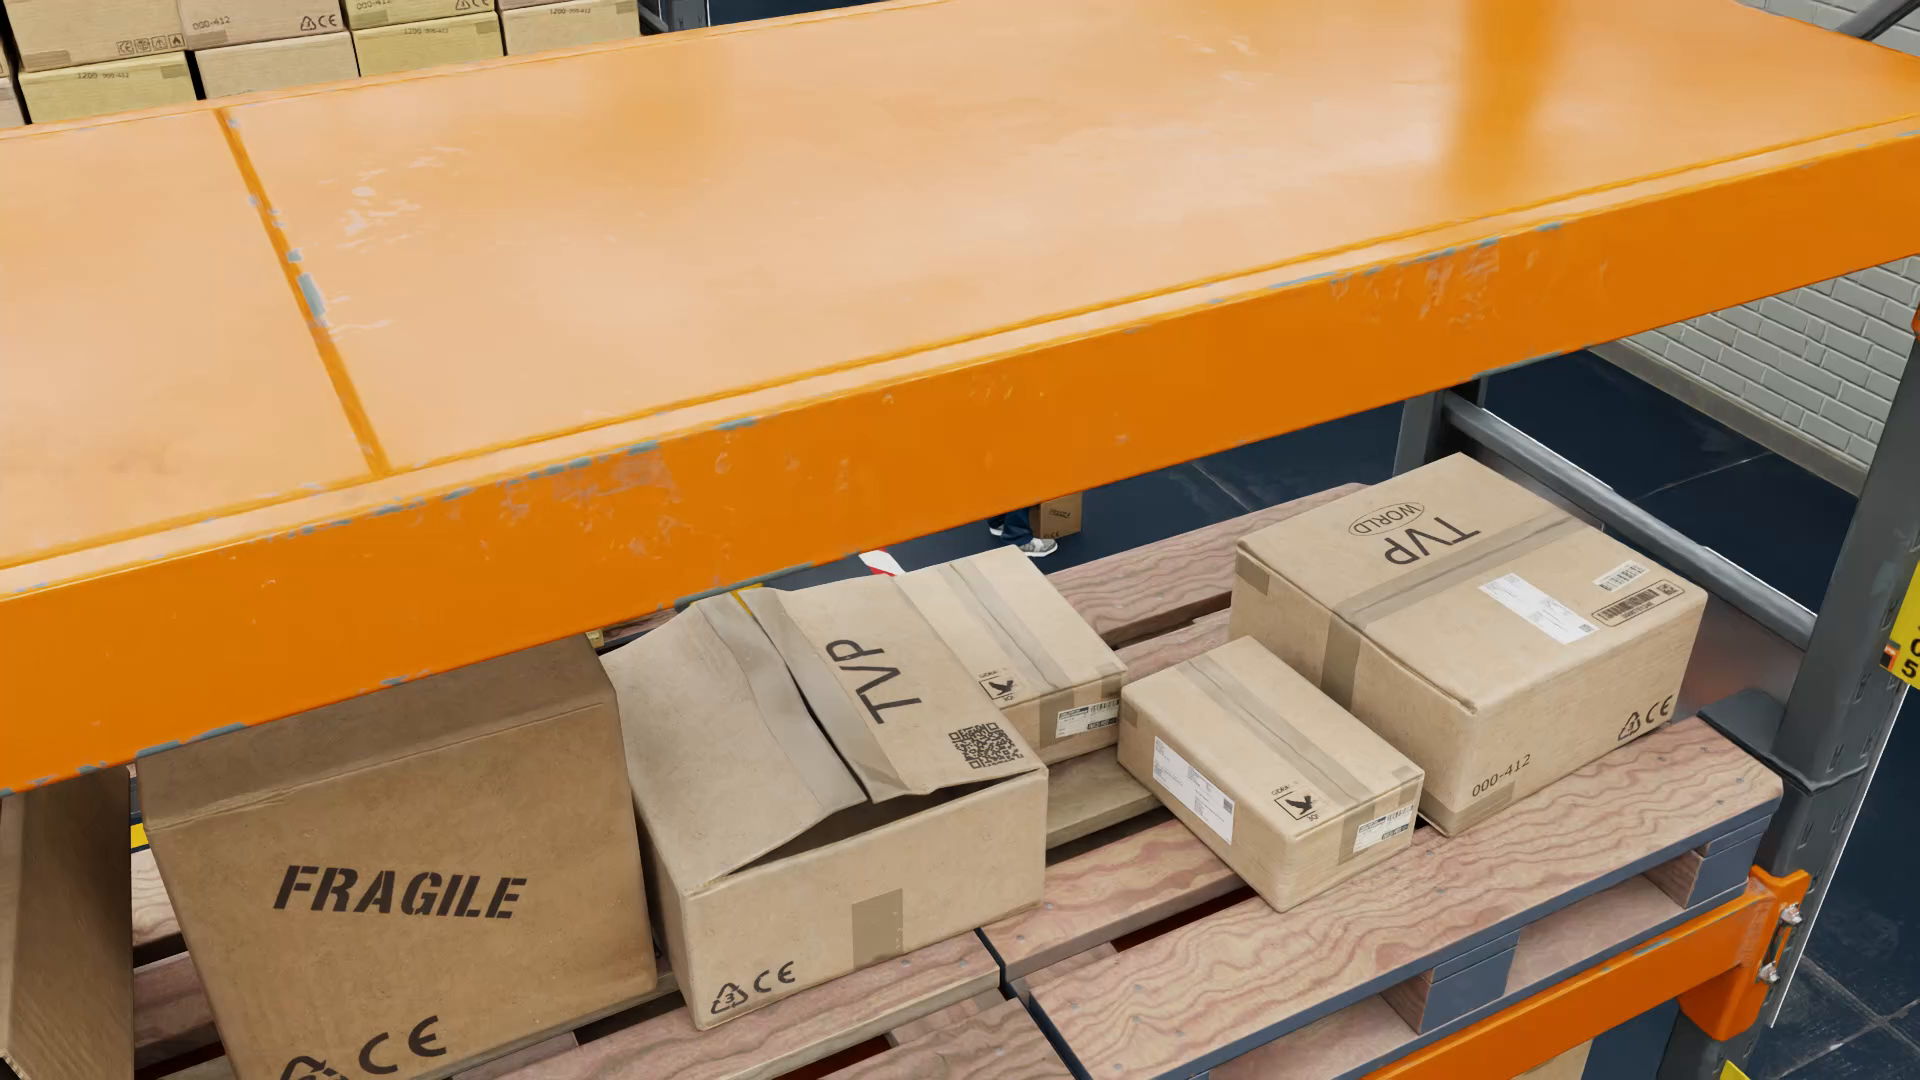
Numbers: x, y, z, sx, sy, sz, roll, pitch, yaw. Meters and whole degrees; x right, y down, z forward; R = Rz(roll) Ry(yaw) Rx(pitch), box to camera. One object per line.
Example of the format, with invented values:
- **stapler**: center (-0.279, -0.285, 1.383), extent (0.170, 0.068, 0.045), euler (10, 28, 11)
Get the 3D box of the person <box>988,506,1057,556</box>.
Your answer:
- **person**: center (0.268, -0.674, 8.170), extent (0.377, 1.591, 0.476), euler (-18, 38, -25)
